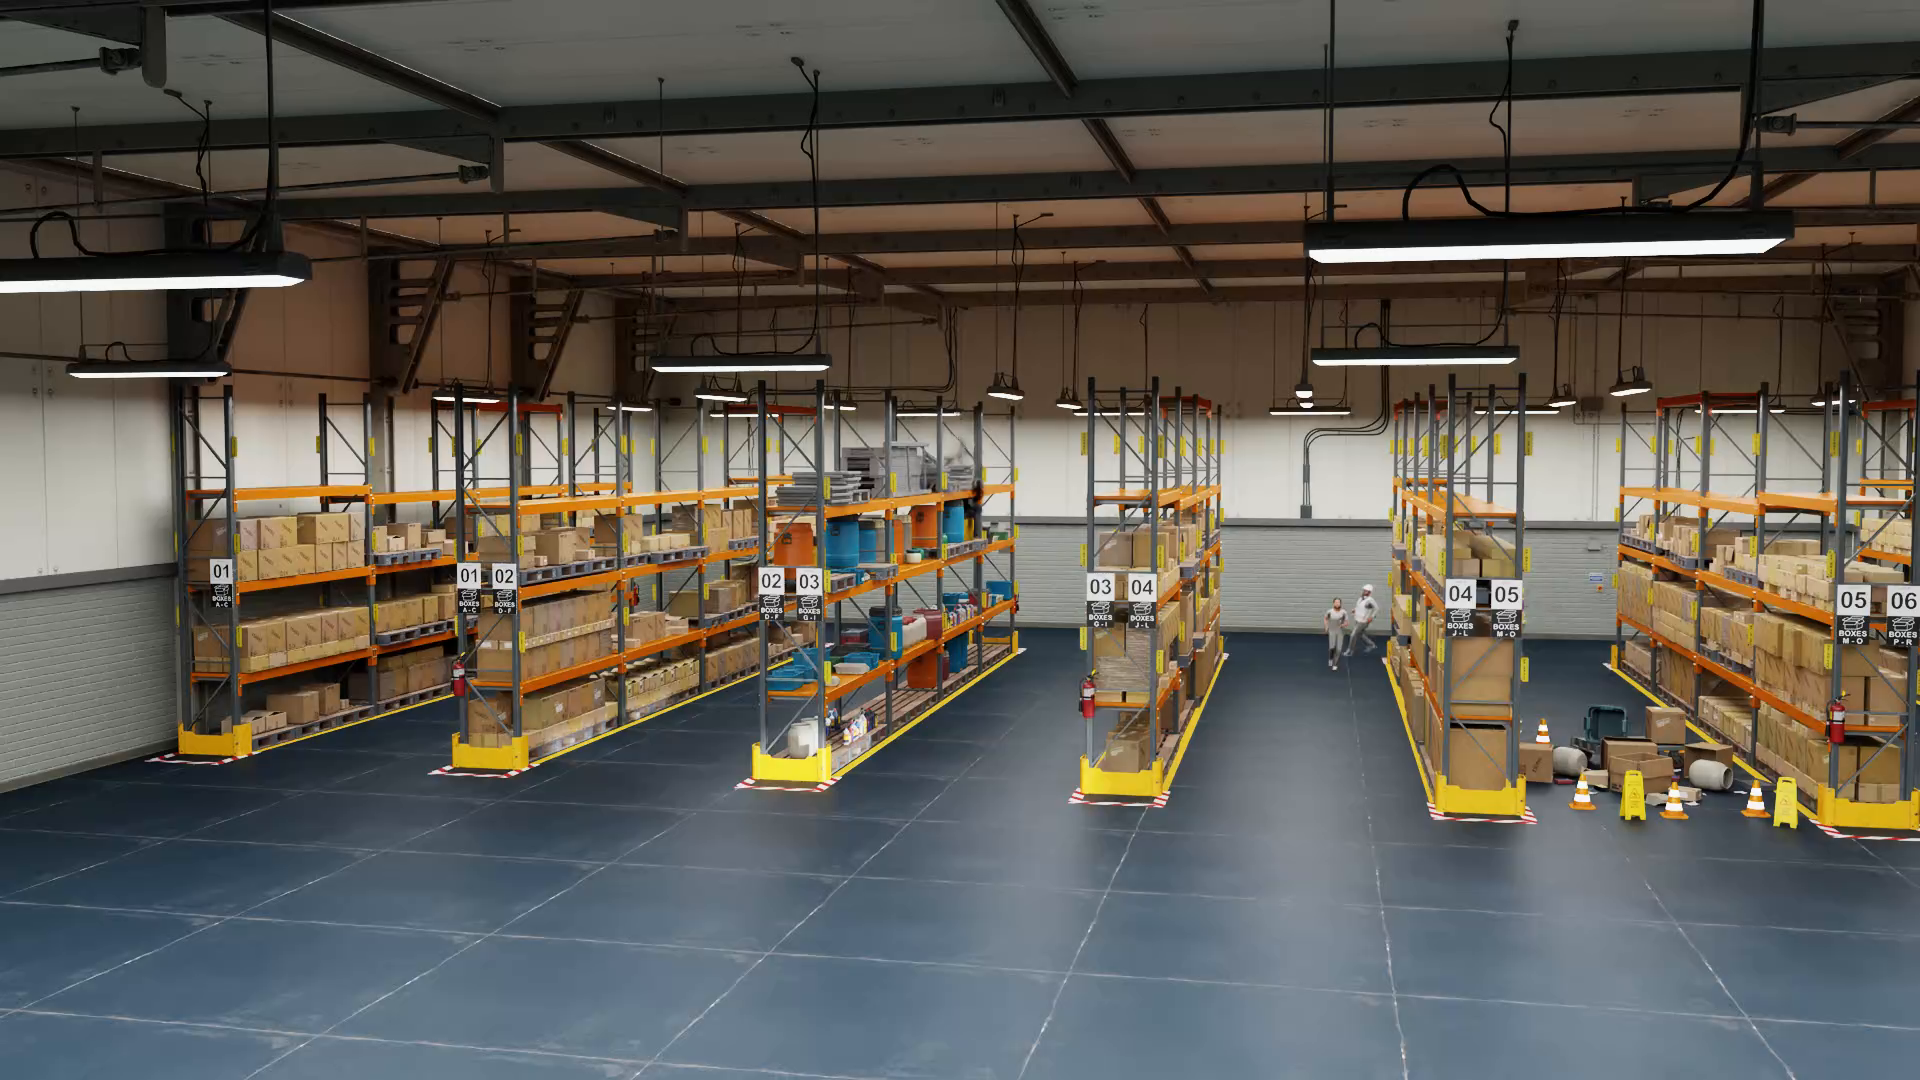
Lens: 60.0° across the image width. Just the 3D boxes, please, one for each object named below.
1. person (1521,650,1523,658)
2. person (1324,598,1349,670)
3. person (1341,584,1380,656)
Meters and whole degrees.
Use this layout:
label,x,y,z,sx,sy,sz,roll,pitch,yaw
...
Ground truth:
label,x,y,z,sx,sy,sz,roll,pitch,yaw
person,12.930,1.955,39.221,0.714,1.773,0.703,0,3,4
person,8.412,2.105,37.176,0.549,1.631,0.558,1,3,11
person,9.520,1.915,39.478,0.927,1.717,0.705,0,3,-7
